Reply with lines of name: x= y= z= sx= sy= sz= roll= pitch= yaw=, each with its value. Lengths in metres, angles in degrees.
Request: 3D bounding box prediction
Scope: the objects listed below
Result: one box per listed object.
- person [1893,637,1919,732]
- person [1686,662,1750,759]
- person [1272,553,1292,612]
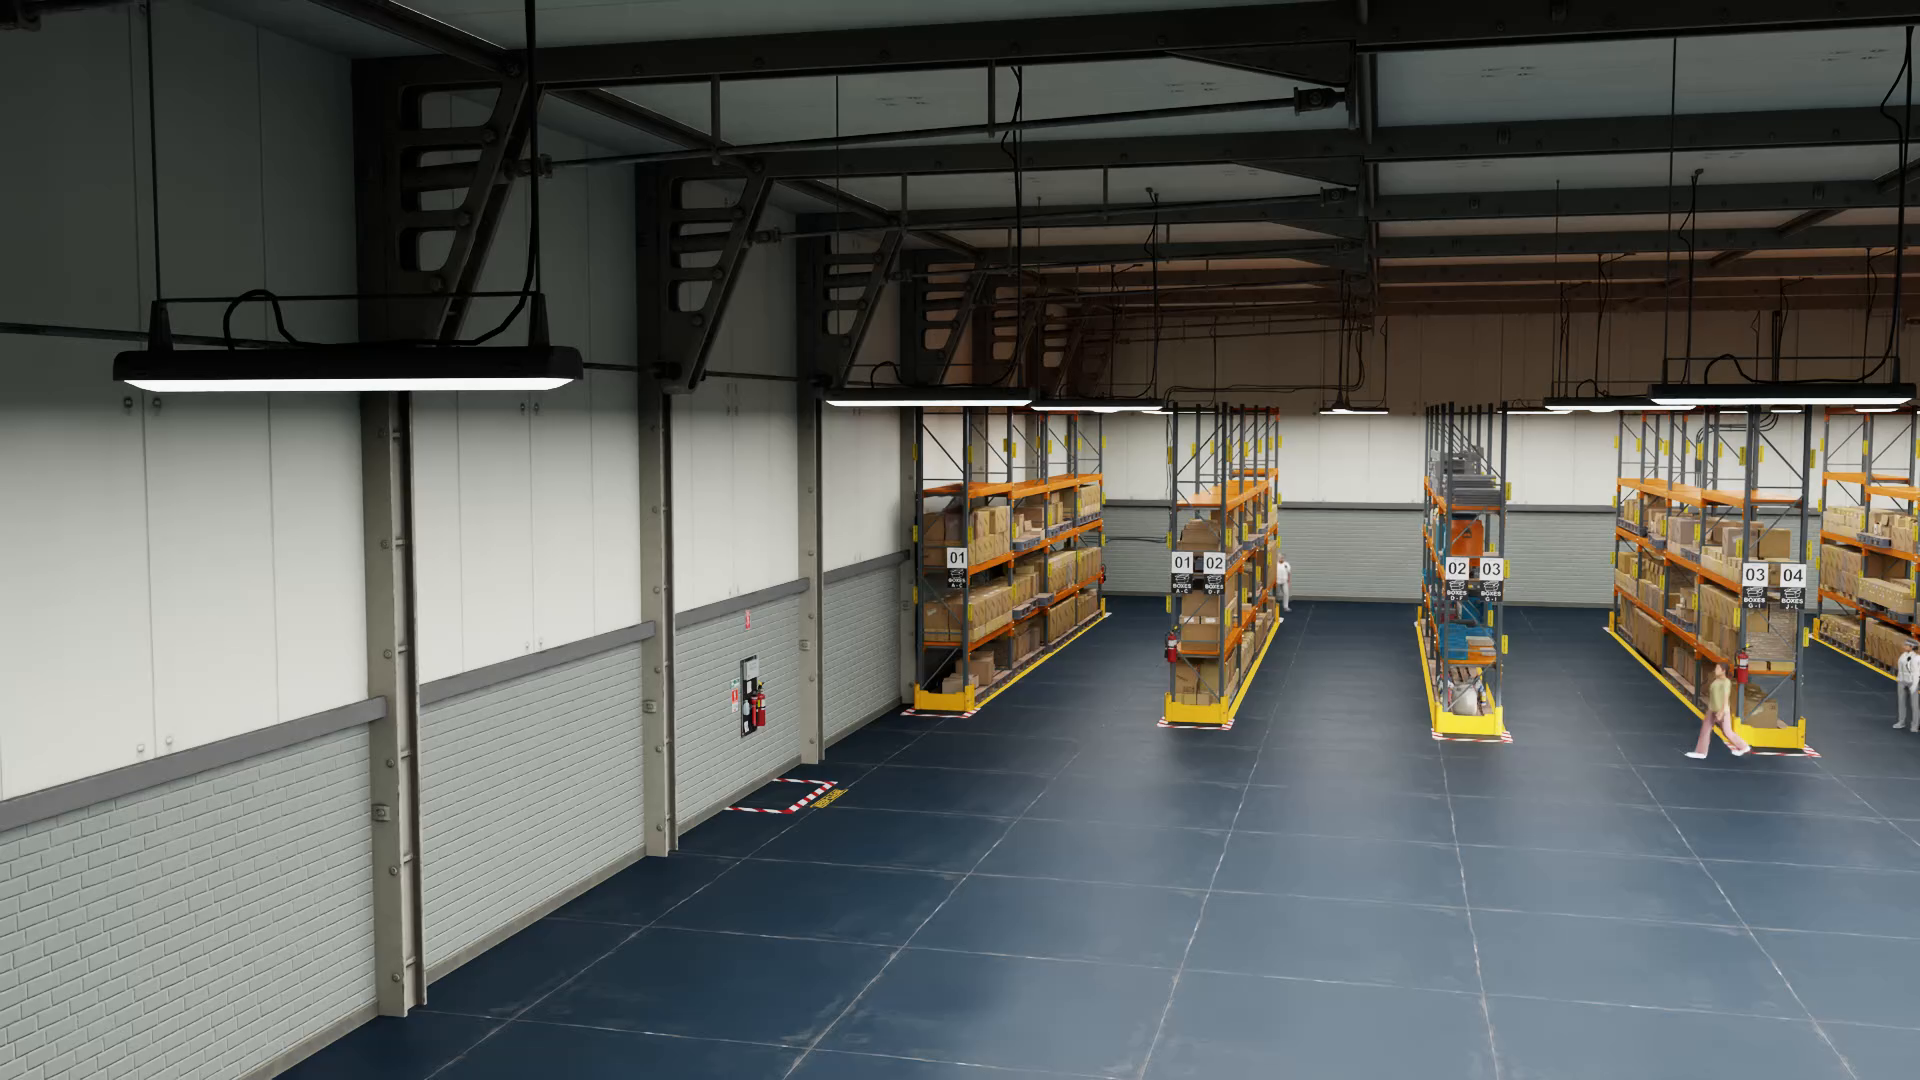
person: x=17.351 y=2.642 z=30.436 sx=0.369 sy=1.722 sz=0.466 roll=-2 pitch=5 yaw=-29
person: x=12.713 y=2.853 z=27.775 sx=0.982 sy=1.637 sz=0.436 roll=-1 pitch=4 yaw=-11
person: x=9.487 y=1.238 z=49.047 sx=0.624 sy=1.728 sz=0.990 roll=-1 pitch=4 yaw=-11
